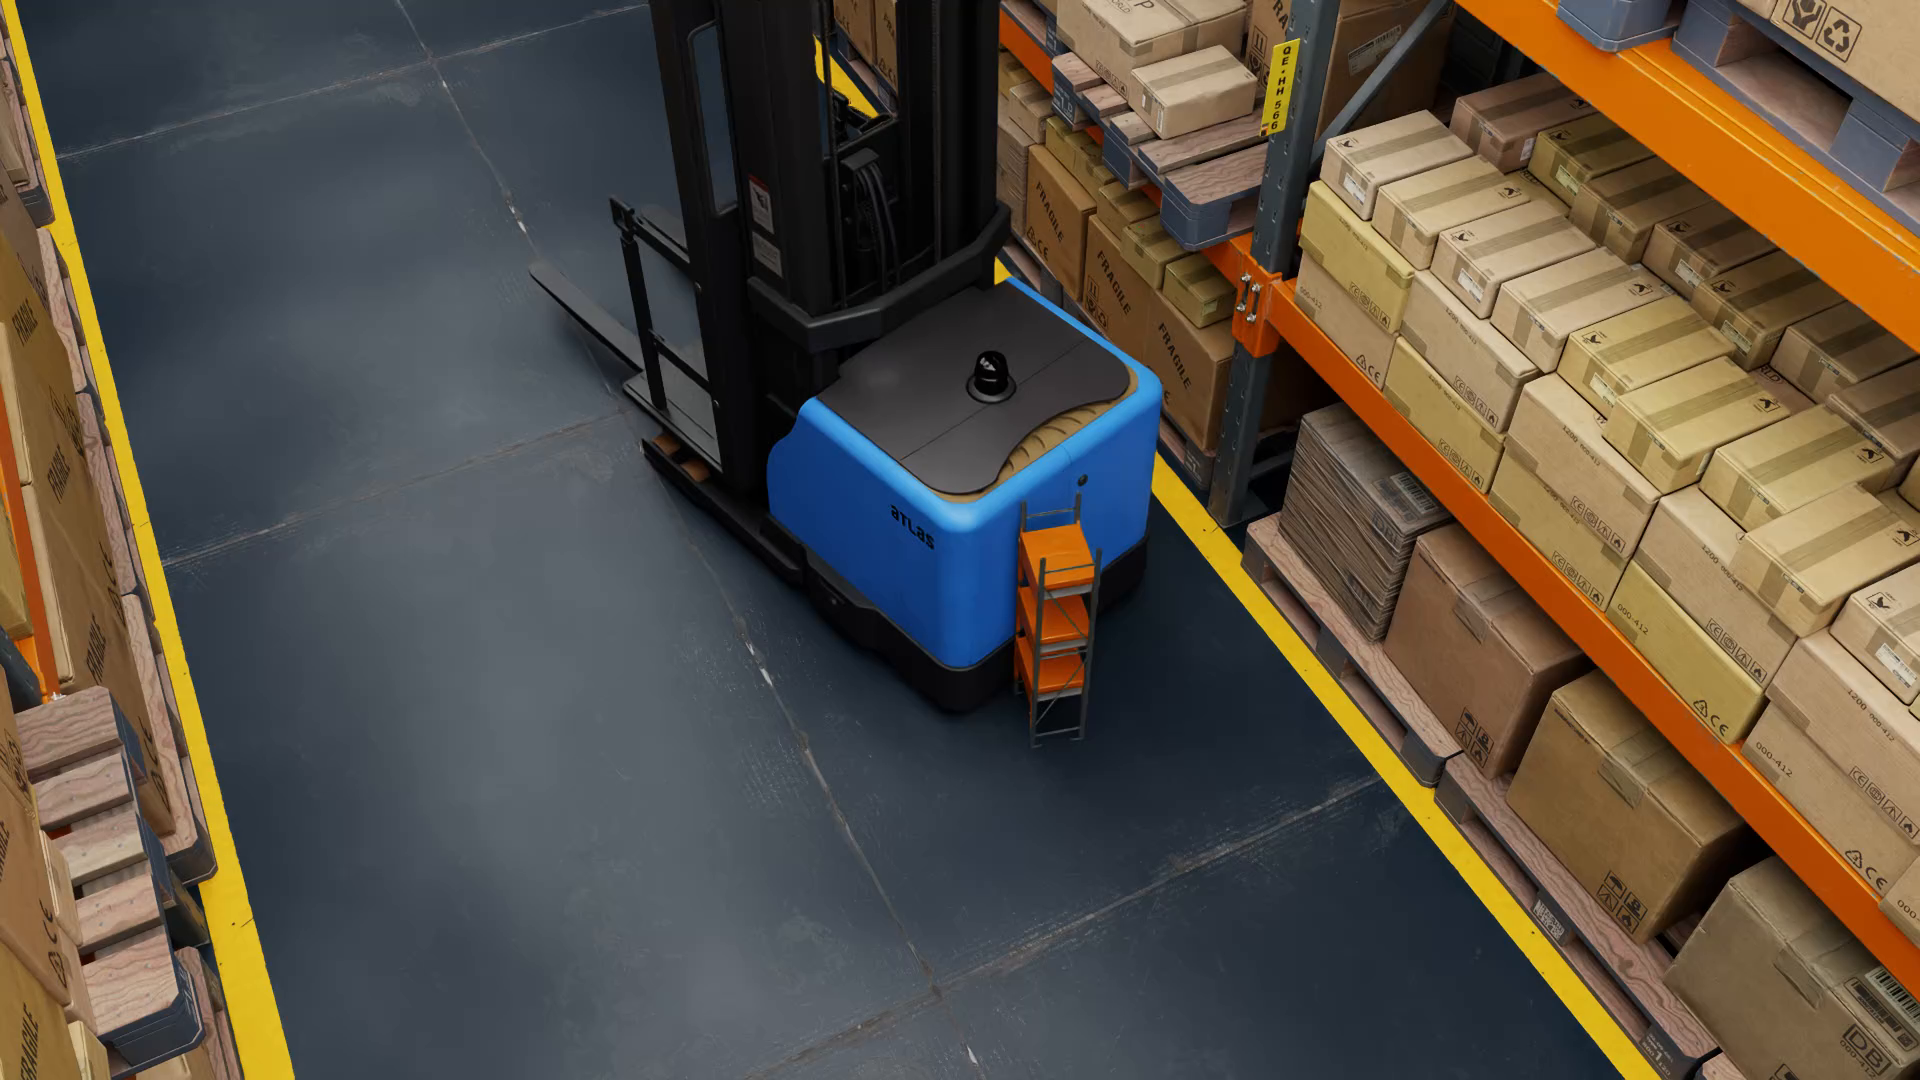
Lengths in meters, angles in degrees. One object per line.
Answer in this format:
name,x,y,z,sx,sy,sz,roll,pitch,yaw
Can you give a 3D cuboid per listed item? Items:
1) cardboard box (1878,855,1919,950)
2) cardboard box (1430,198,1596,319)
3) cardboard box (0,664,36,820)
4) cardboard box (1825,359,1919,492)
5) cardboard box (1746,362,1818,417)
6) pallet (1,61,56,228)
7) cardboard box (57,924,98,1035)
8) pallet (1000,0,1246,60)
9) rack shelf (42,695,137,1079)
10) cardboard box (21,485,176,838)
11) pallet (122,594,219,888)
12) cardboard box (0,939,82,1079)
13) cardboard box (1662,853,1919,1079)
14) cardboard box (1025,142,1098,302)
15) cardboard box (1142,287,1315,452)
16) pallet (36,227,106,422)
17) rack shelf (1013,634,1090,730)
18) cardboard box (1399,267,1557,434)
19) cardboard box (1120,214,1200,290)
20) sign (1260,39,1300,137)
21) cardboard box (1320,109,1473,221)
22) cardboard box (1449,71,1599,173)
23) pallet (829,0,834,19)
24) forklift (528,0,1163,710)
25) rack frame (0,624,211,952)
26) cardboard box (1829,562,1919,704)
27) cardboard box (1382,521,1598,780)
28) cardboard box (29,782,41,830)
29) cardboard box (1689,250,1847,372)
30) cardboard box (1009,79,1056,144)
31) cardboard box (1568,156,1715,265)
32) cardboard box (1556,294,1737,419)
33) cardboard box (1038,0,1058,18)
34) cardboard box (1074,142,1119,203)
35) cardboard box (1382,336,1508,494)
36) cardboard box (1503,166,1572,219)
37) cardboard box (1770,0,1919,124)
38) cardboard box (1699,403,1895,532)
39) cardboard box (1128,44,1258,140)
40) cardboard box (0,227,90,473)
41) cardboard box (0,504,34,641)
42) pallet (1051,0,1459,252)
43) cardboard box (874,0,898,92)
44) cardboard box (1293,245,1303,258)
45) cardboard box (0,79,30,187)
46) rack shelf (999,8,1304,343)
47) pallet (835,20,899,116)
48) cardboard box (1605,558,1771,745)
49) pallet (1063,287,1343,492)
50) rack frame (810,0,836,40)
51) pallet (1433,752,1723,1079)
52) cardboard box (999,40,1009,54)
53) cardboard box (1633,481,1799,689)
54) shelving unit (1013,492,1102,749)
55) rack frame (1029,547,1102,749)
cardboard box,2.604,0.907,3.956,0.500,0.250,0.500,-21,52,-18
cardboard box,1.619,-0.828,4.877,0.380,0.149,0.250,-20,52,-17
cardboard box,-2.485,0.414,3.745,0.500,0.500,0.500,-23,53,-19
cardboard box,2.520,-0.315,4.428,0.380,0.149,0.250,-20,52,-17
cardboard box,2.387,-0.470,4.829,0.500,0.250,0.500,-22,52,-18
pallet,-5.049,-1.821,8.095,1.003,0.211,1.213,-21,52,-18
cardboard box,-2.131,1.036,3.632,0.380,0.149,0.250,-23,53,-19
pallet,0.578,-2.475,6.942,1.003,0.211,1.213,-21,52,-18
rack shelf,-2.025,2.050,3.335,1.077,0.370,4.000,-21,52,-18
cardboard box,-3.182,0.545,5.306,0.875,0.875,0.875,-22,52,-18
pallet,-3.234,0.839,5.769,1.003,0.211,1.213,-21,52,-18
cardboard box,-2.007,1.093,3.151,0.500,0.500,0.500,-24,53,-20
cardboard box,2.705,1.215,4.885,0.875,0.625,0.625,-22,52,-18
cardboard box,0.625,-1.450,7.300,0.500,0.500,0.500,-19,52,-16
cardboard box,1.087,-0.762,6.698,0.500,0.500,0.500,-20,52,-16
pallet,-4.350,-0.794,7.197,1.003,0.211,1.213,-21,52,-18
rack shelf,0.322,0.488,5.901,0.215,0.259,0.240,-10,50,-8
cardboard box,1.686,-0.636,4.974,0.500,0.250,0.500,-20,52,-16
cardboard box,0.868,-1.182,6.634,0.380,0.149,0.250,-24,53,-19
sign,0.993,-1.400,5.157,0.100,0.325,0.005,-21,52,-18
cardboard box,1.356,-1.170,5.175,0.380,0.149,0.250,-20,52,-16
cardboard box,1.800,-1.336,5.321,0.380,0.149,0.250,-20,52,-16
pallet,-0.672,-3.457,9.526,1.003,0.211,1.213,-21,52,-18
forklift,-0.654,-1.372,5.895,1.130,2.935,3.031,-35,57,-27
rack frame,-2.940,0.474,4.235,1.000,3.000,0.127,-21,52,-18
cardboard box,2.337,0.196,3.981,0.380,0.149,0.250,-21,52,-17
cardboard box,2.051,0.262,5.719,0.875,0.625,0.625,-20,52,-16
cardboard box,-2.394,0.712,3.915,0.380,0.149,0.250,-20,52,-17
cardboard box,2.309,-0.663,4.733,0.380,0.149,0.250,-21,52,-18
cardboard box,0.439,-1.907,7.269,0.380,0.149,0.250,-23,53,-19
cardboard box,2.084,-1.005,5.032,0.380,0.149,0.250,-21,52,-18
cardboard box,1.892,-0.500,4.590,0.380,0.149,0.250,-21,52,-17
cardboard box,0.560,-2.439,6.435,0.797,0.503,0.637,-22,52,-18
cardboard box,0.706,-1.566,6.970,0.380,0.149,0.250,-20,52,-16
cardboard box,1.683,-0.469,5.160,0.500,0.250,0.500,-22,52,-18
cardboard box,1.924,-1.148,5.422,0.500,0.250,0.500,-20,52,-17
cardboard box,2.052,-1.179,3.277,0.500,0.500,0.500,-20,52,-17
cardboard box,2.161,-0.169,4.300,0.380,0.149,0.250,-21,52,-18
cardboard box,0.830,-1.601,5.938,0.380,0.149,0.250,-20,52,-17
cardboard box,-3.995,-0.652,6.353,0.875,0.875,0.875,-20,52,-16
cardboard box,-2.940,0.109,4.654,0.500,0.250,0.500,-22,52,-18
pallet,1.099,-1.604,6.180,1.213,0.211,1.003,-21,52,-18
cardboard box,-0.085,-2.476,8.197,0.500,0.500,0.500,-22,52,-18
cardboard box,1.510,-1.223,6.670,0.380,0.149,0.250,-19,51,-16
cardboard box,-4.962,-1.955,7.783,0.875,0.438,0.875,-22,52,-18
rack shelf,0.556,-2.340,7.174,1.077,0.370,4.000,-21,52,-18
pallet,0.047,-2.466,8.659,1.003,0.211,1.213,-21,52,-18
cardboard box,2.161,0.221,4.556,0.500,0.250,0.500,-20,52,-16
pallet,1.164,-0.833,7.231,1.003,0.211,1.213,-21,52,-18
rack frame,-0.359,-3.915,8.074,1.000,3.000,0.127,-21,52,-18
pallet,2.368,1.060,5.575,1.003,0.211,1.213,-21,52,-18
cardboard box,0.222,-2.260,7.577,0.380,0.149,0.250,-19,52,-16
cardboard box,2.165,0.053,4.371,0.500,0.250,0.500,-20,52,-17
shelving unit,0.322,0.298,5.684,0.215,1.050,0.252,-10,50,-8
rack frame,0.349,0.388,5.606,0.200,1.050,0.008,-10,50,-8
